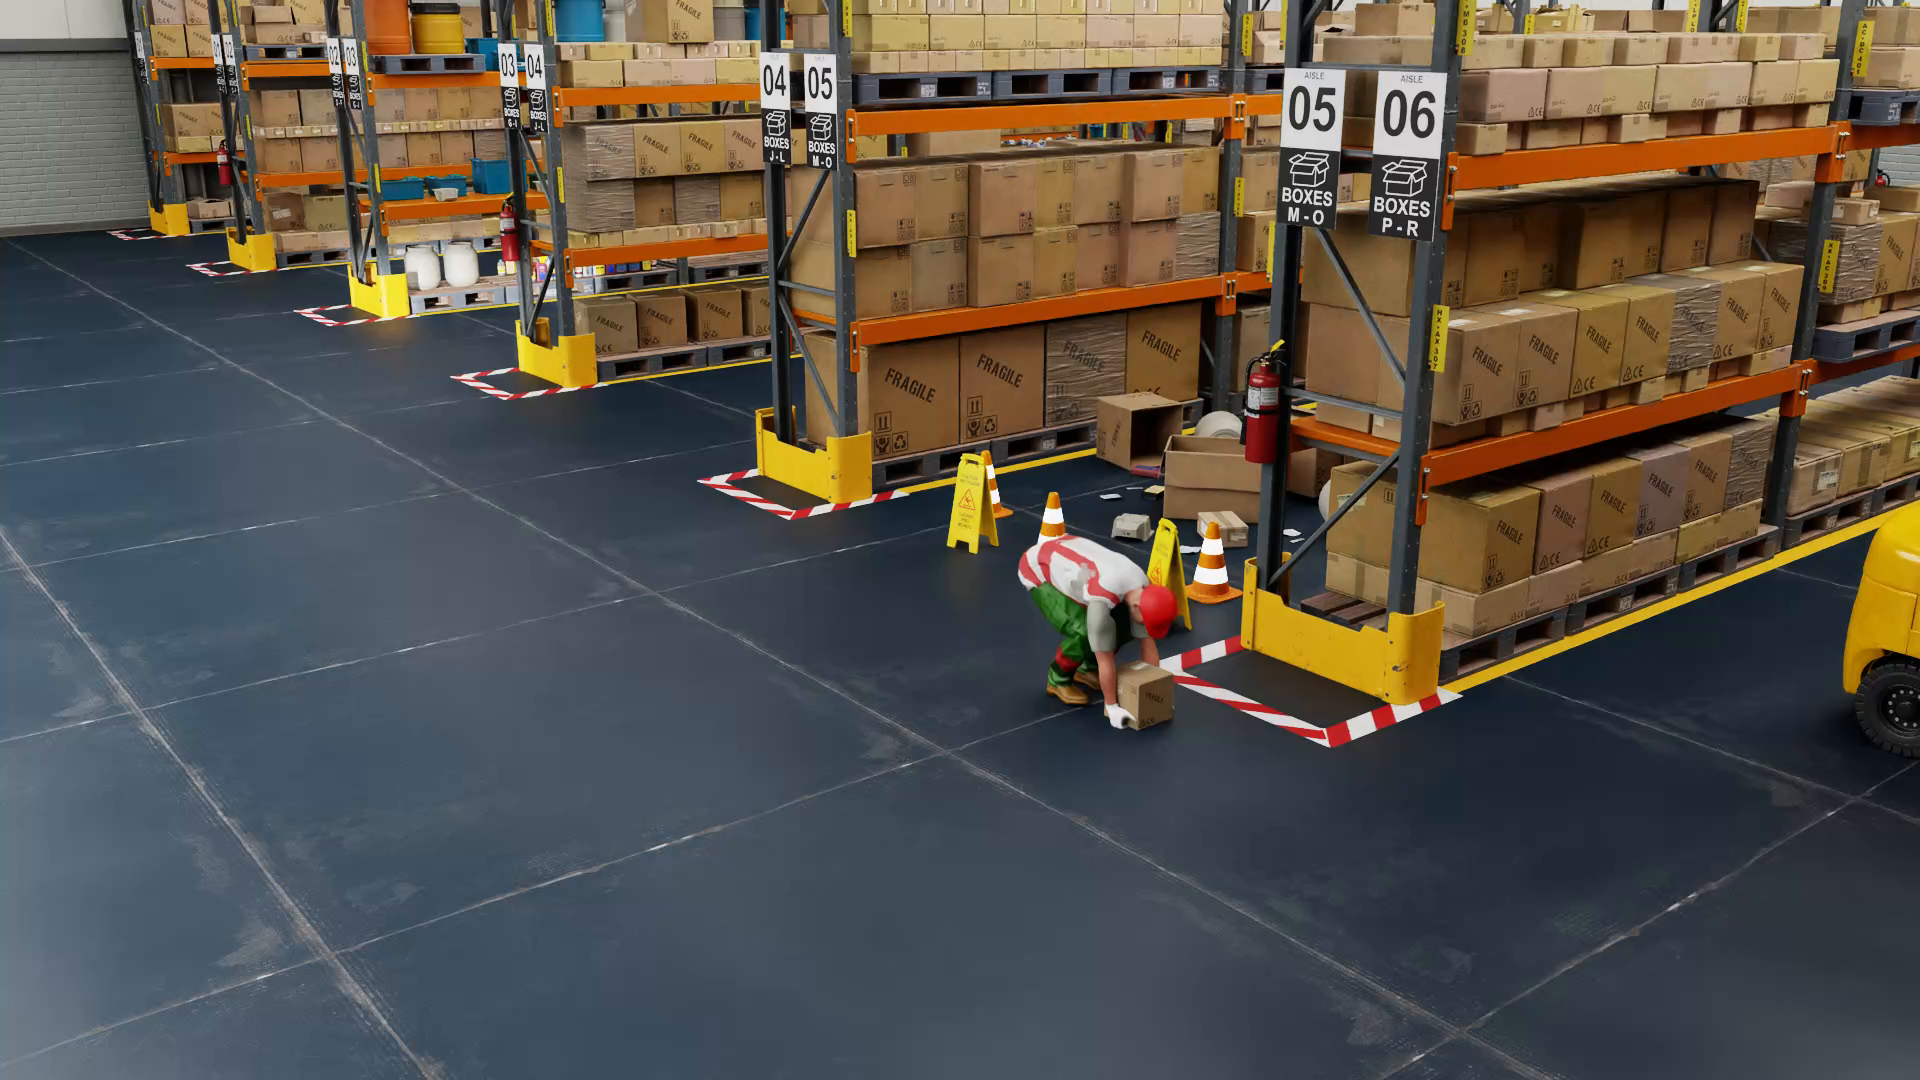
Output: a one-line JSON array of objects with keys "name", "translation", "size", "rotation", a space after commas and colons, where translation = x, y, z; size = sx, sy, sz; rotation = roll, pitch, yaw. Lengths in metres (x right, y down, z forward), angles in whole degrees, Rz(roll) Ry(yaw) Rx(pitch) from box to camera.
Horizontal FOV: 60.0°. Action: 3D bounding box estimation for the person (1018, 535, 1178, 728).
[{"name": "person", "translation": [0.738, 0.454, 8.678], "size": [0.527, 0.869, 0.966], "rotation": [-16, 23, -41]}]
